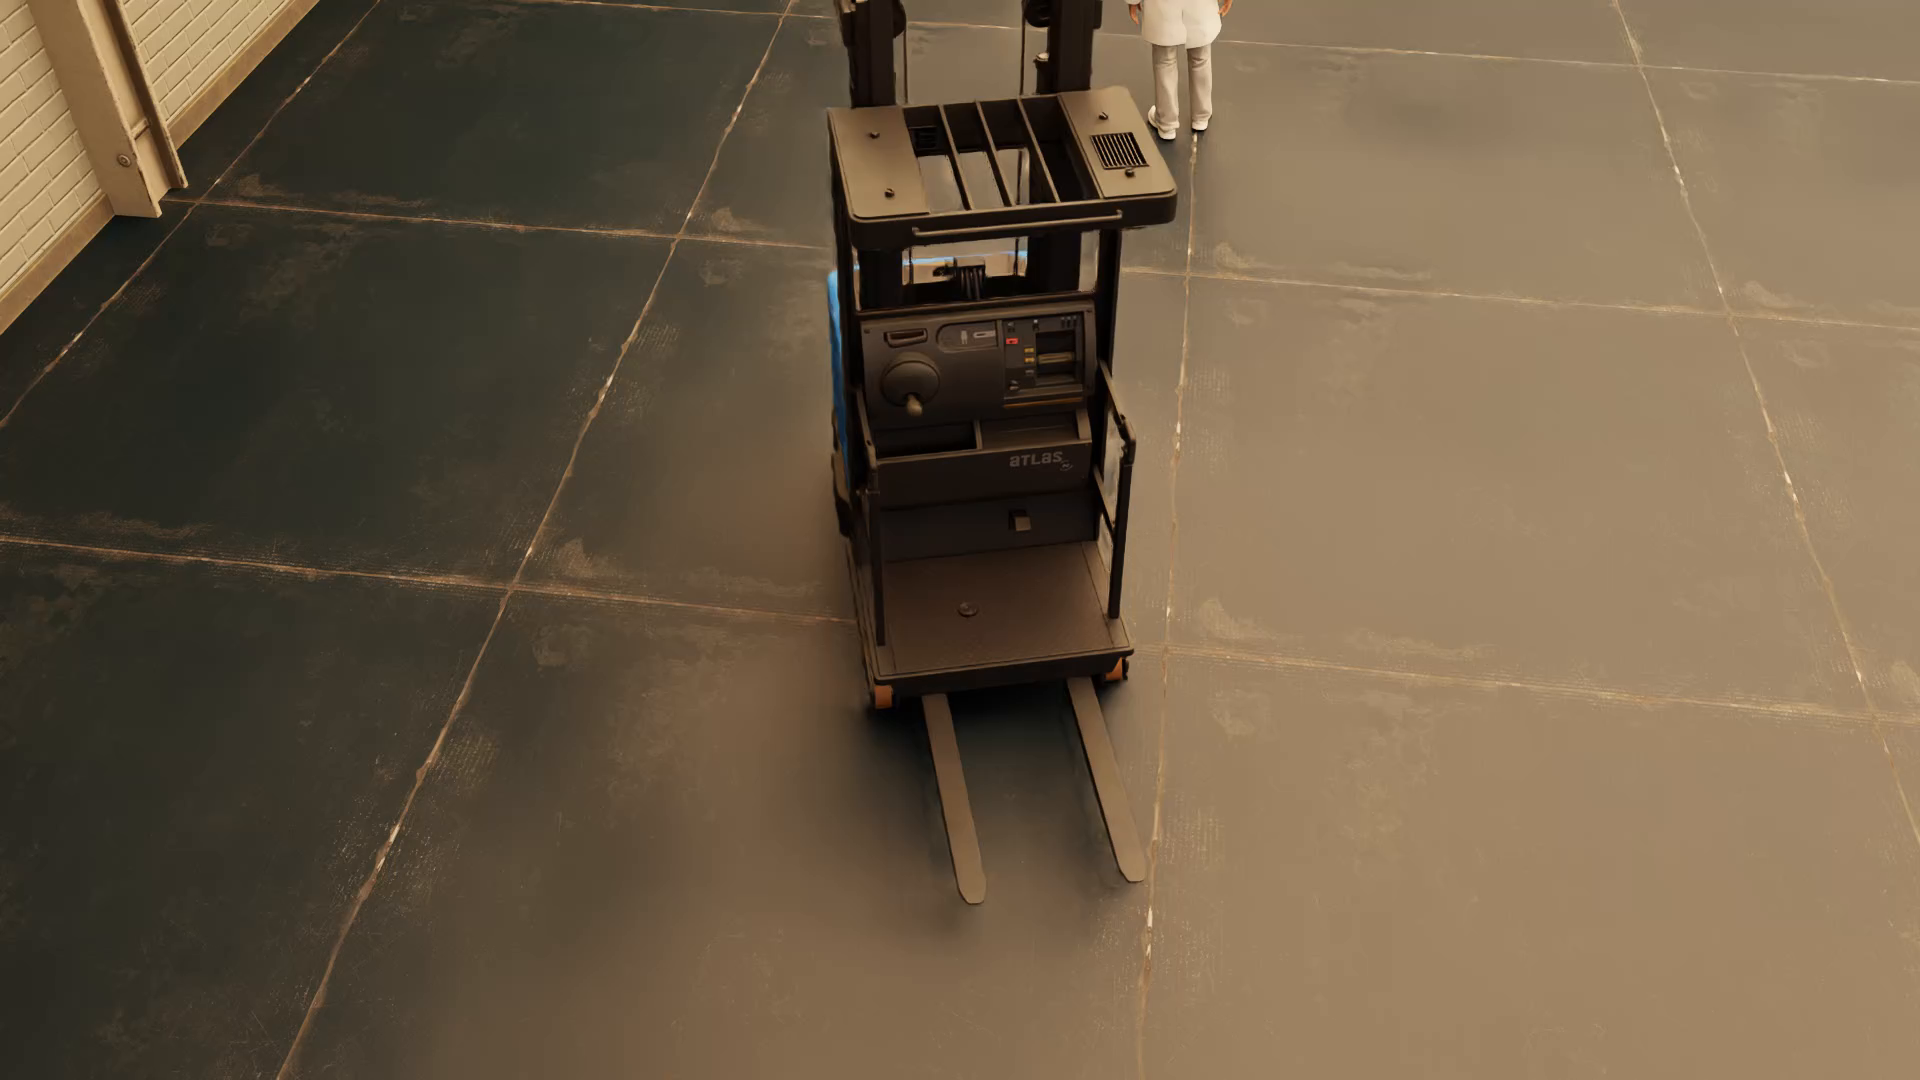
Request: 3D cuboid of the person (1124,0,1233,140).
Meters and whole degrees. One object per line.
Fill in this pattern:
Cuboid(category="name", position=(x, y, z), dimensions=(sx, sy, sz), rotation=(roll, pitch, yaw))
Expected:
Cuboid(category="person", position=(1.341, -3.338, 10.200), dimensions=(0.696, 1.775, 0.581), rotation=(-1, 43, -1))

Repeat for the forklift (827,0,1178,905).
Cuboid(category="forklift", position=(0.114, -0.624, 6.403), dimensions=(1.130, 2.935, 3.031), rotation=(-6, 43, -7))
